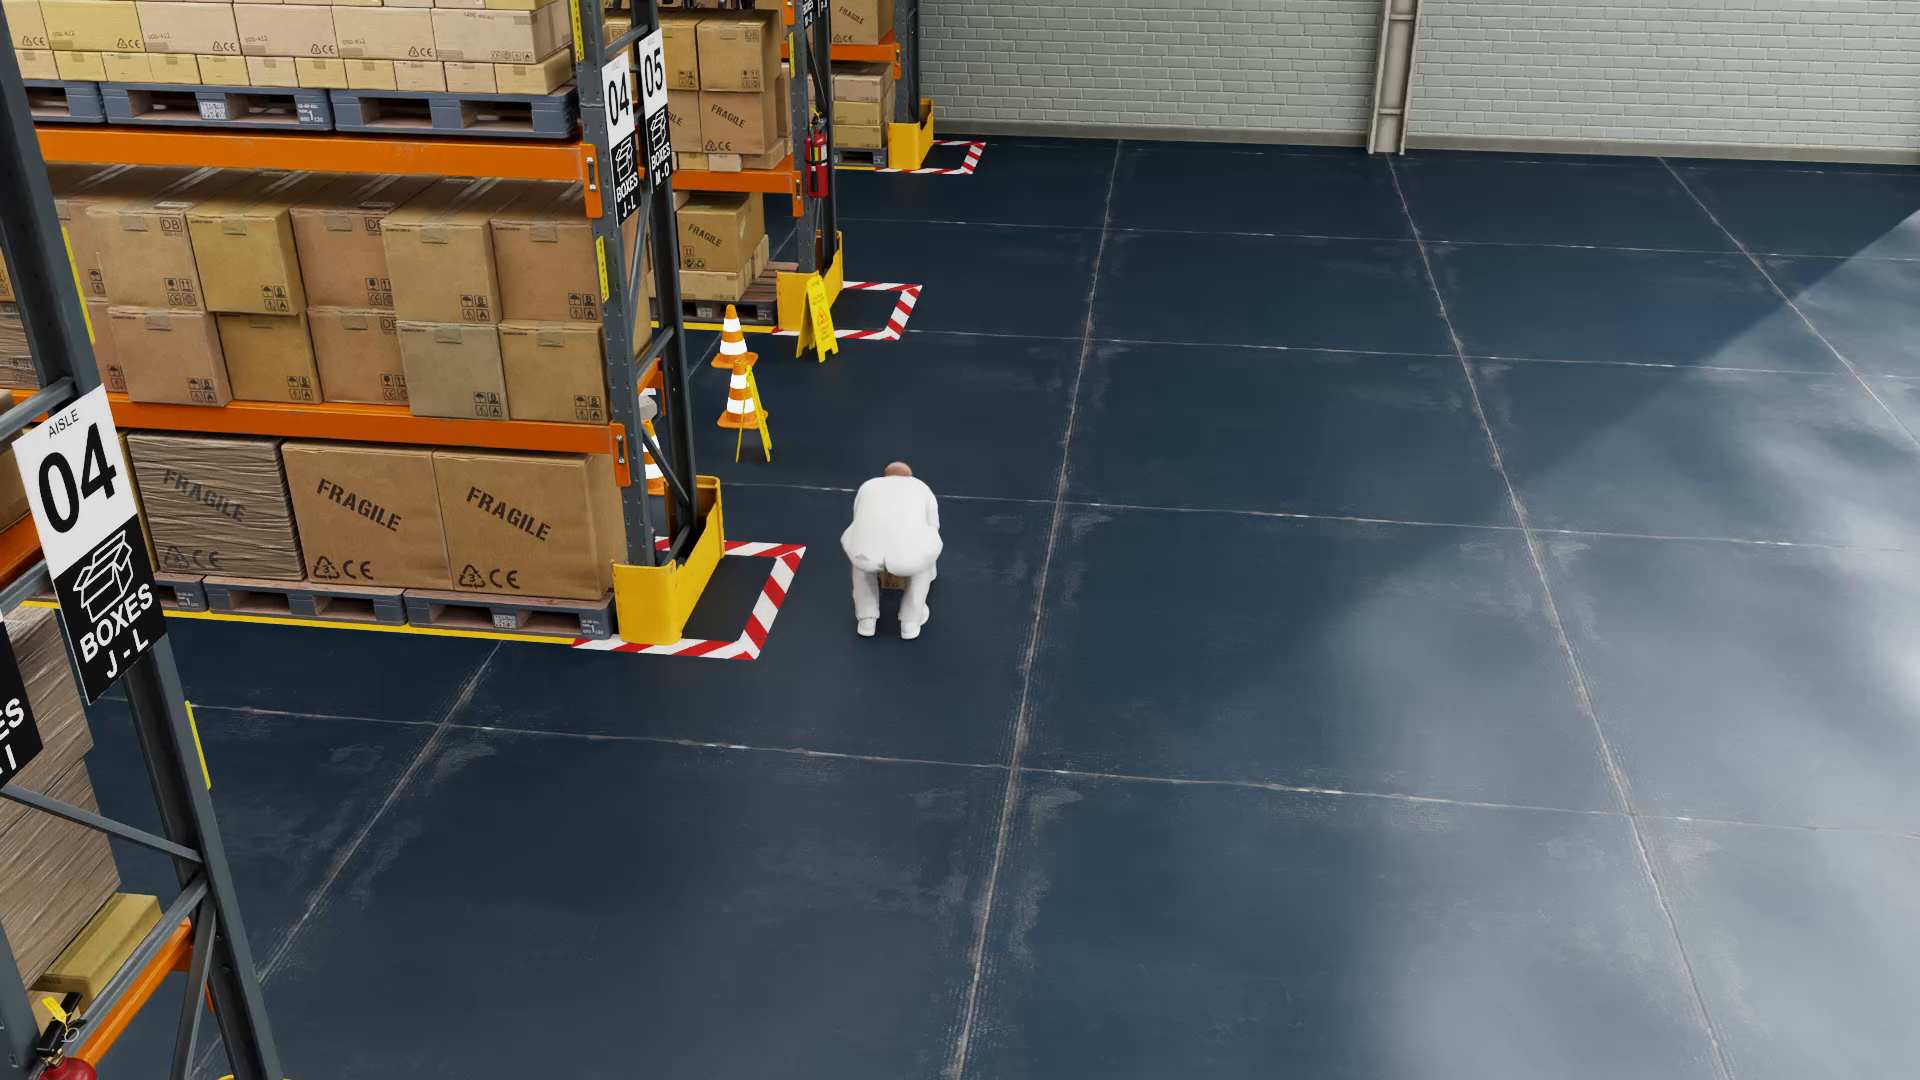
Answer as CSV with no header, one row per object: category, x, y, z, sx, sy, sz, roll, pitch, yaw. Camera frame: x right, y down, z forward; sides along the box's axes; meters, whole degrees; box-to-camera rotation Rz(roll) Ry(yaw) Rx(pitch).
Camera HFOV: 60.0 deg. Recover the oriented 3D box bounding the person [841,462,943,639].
person,-0.379,0.052,9.572,0.584,0.848,0.957,3,28,5
